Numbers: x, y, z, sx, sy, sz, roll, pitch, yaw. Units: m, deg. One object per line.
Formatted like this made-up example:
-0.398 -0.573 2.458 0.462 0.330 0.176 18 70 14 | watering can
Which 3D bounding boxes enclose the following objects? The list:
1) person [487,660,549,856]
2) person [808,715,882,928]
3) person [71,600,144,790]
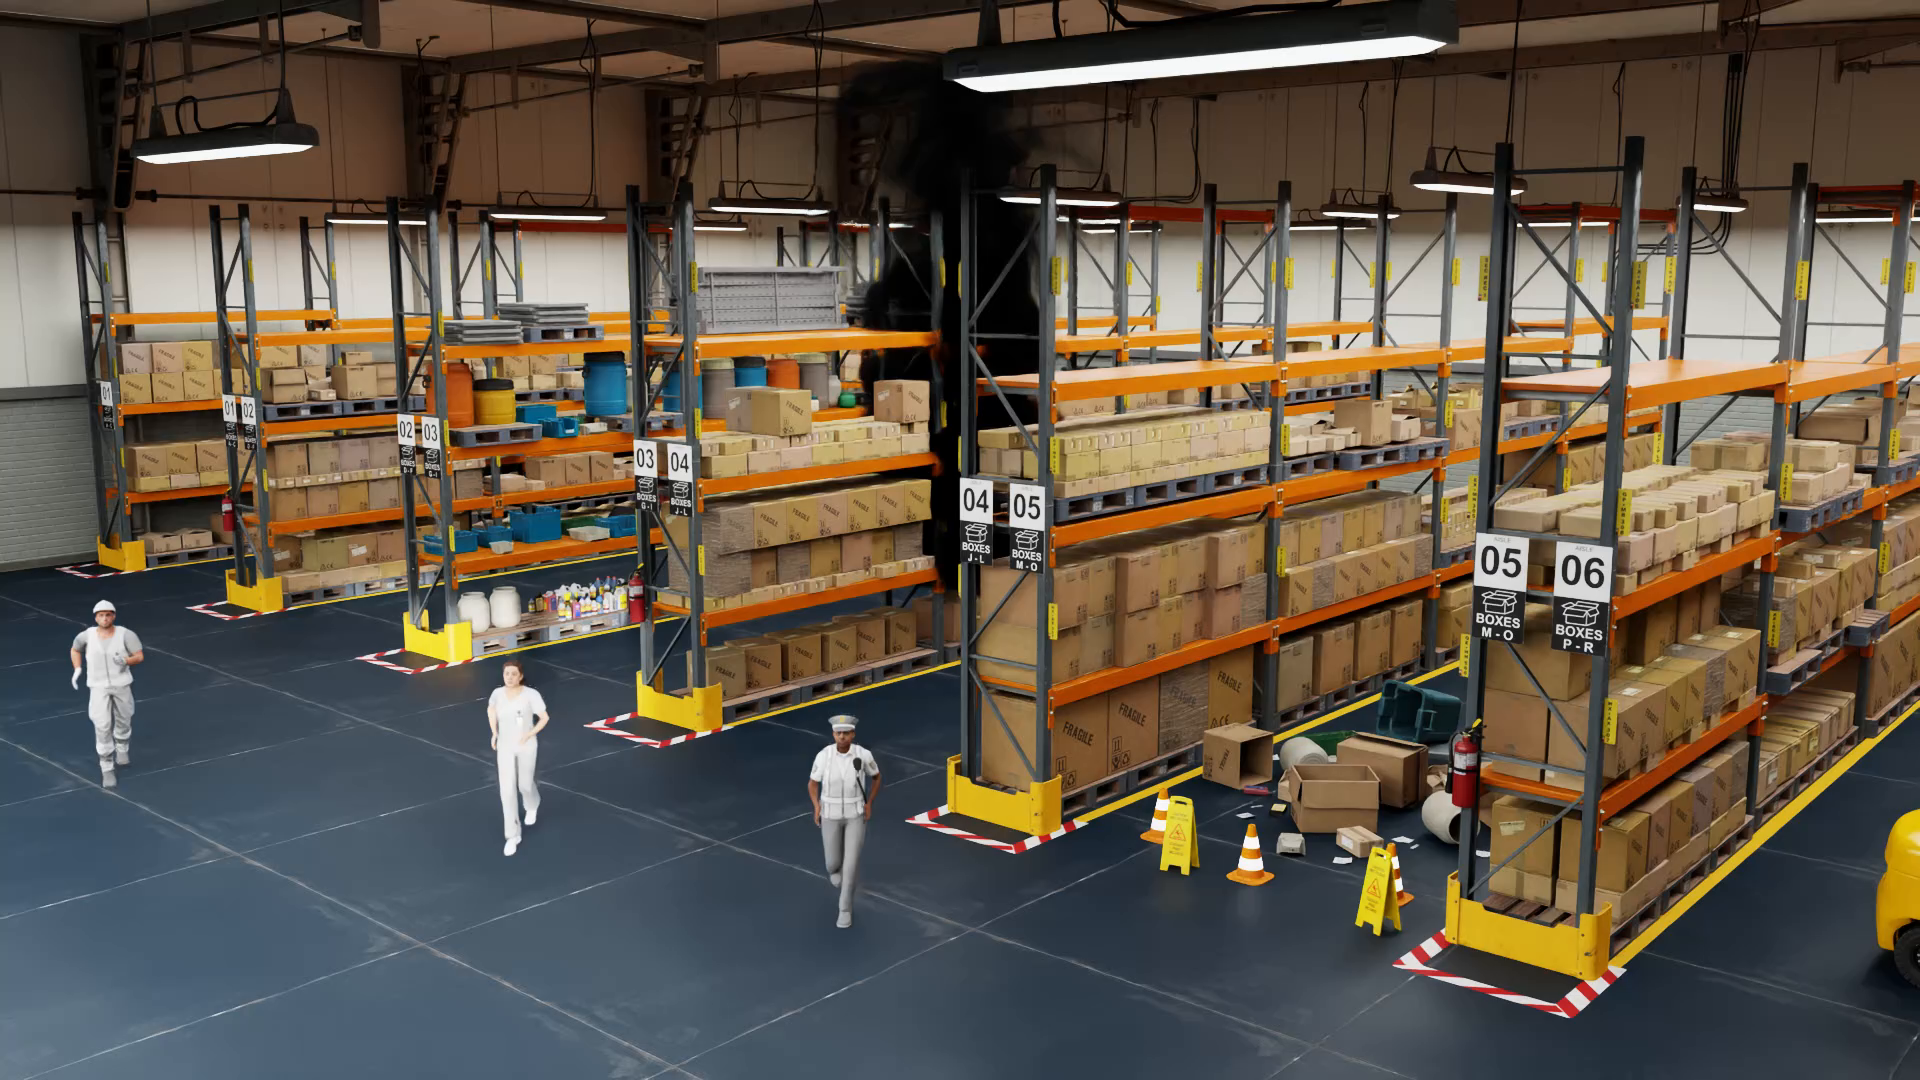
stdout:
-3.967 1.884 14.946 0.573 1.681 0.905 -1 9 -4 | person
-0.915 2.184 13.268 0.588 1.677 0.681 0 9 -2 | person
-8.558 1.505 16.740 0.652 1.829 0.872 -5 11 -29 | person
